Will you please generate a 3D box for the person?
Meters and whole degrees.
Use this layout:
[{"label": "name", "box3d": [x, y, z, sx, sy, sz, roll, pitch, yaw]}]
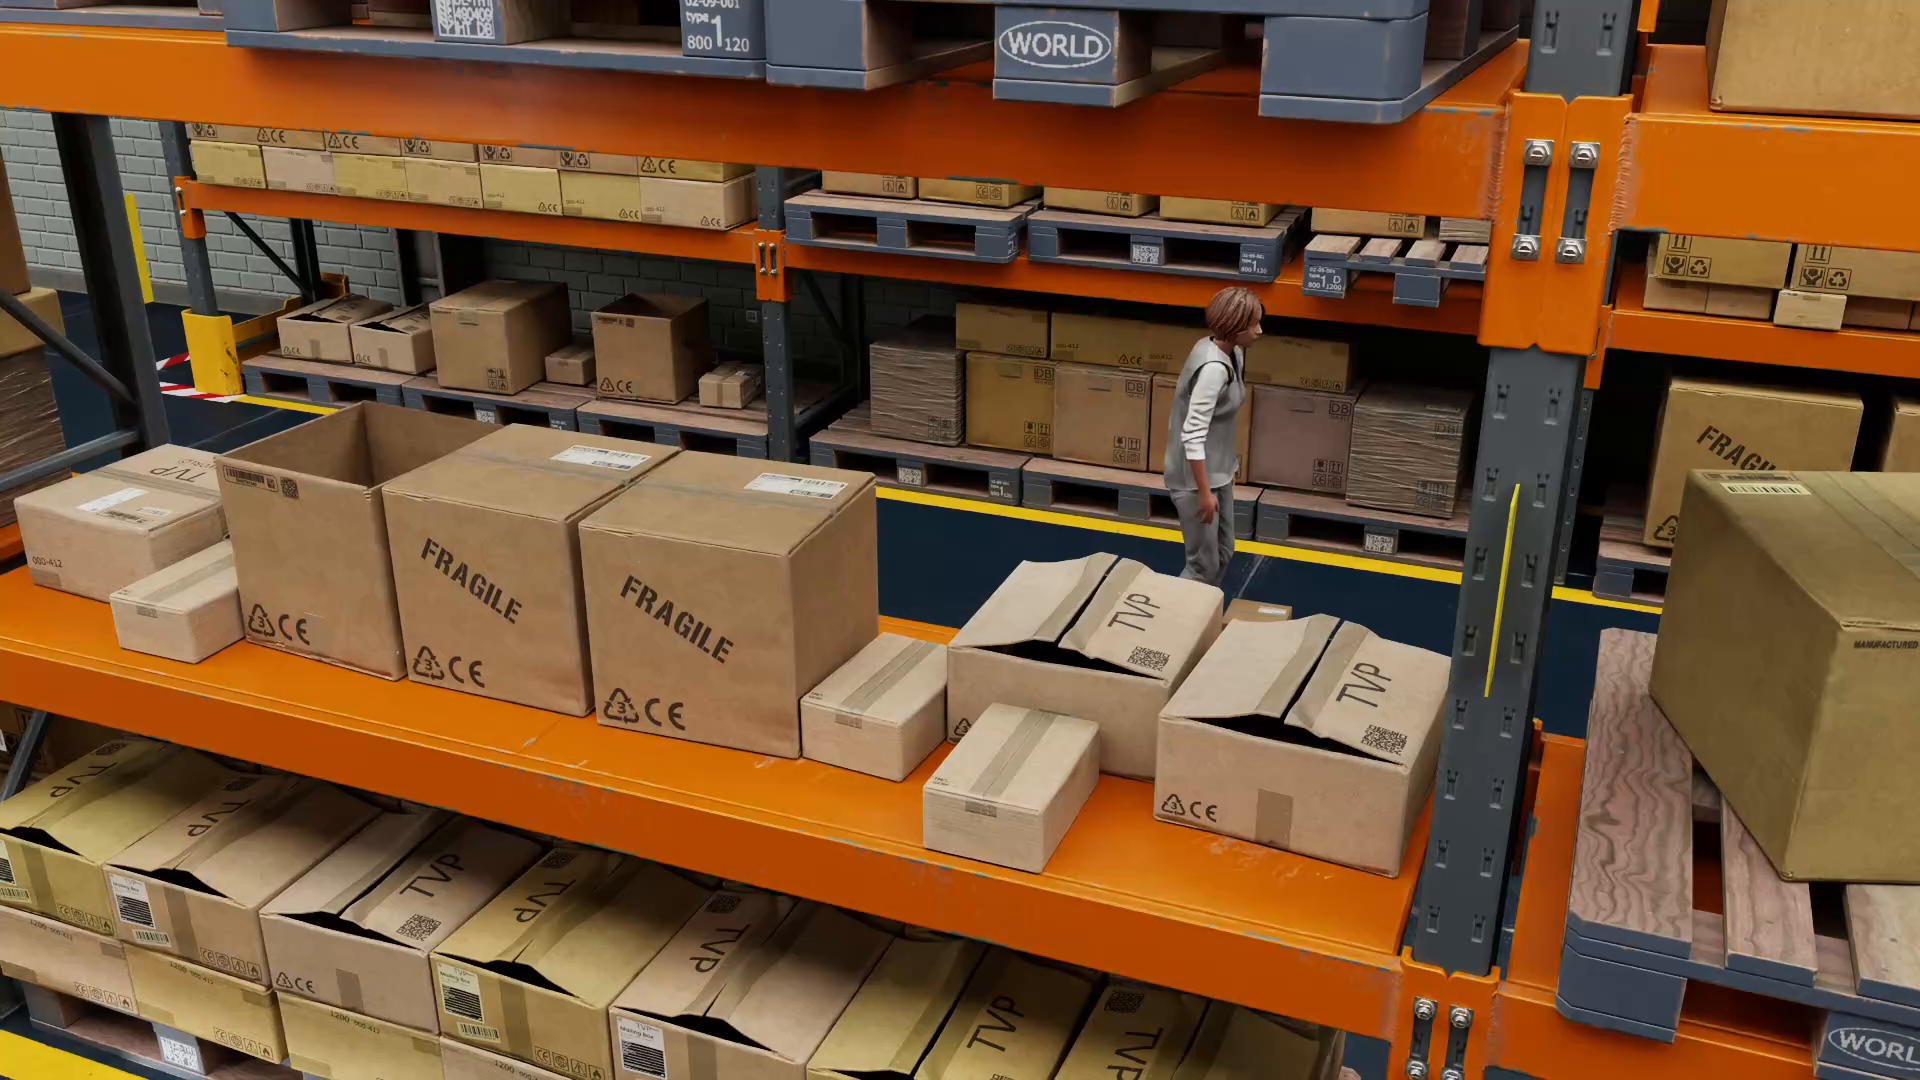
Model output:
[{"label": "person", "box3d": [1.004, -0.226, 6.662, 0.367, 1.582, 0.477, 8, 24, 19]}]
